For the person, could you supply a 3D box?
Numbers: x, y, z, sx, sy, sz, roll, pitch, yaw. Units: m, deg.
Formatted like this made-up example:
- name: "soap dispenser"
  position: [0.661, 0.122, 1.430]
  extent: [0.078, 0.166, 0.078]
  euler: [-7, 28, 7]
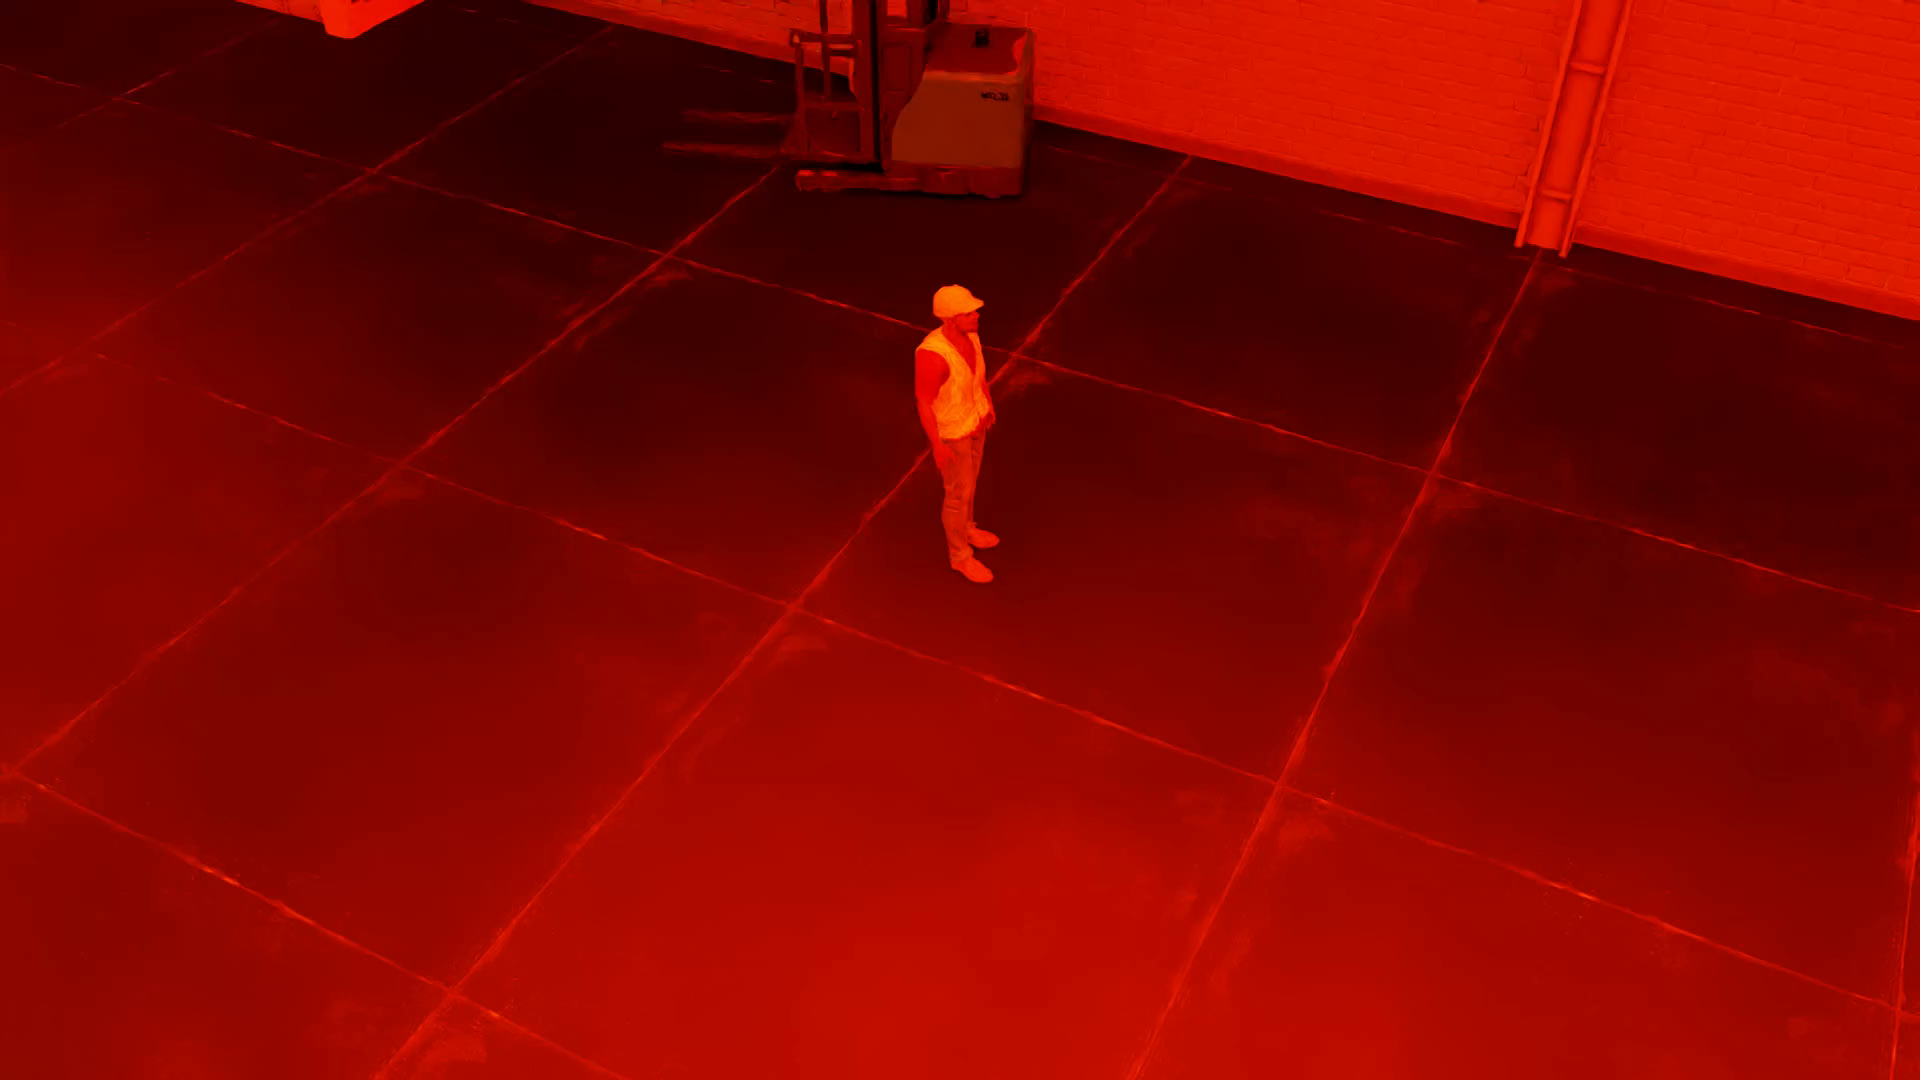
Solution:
- name: "person"
  position: [0.059, -0.657, 9.660]
  extent: [0.576, 1.766, 0.665]
  euler: [18, 43, 21]

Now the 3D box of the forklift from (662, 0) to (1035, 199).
- name: "forklift"
  position: [-0.928, -4.307, 13.100]
  extent: [3.031, 2.935, 1.130]
  euler: [5, 40, 6]
